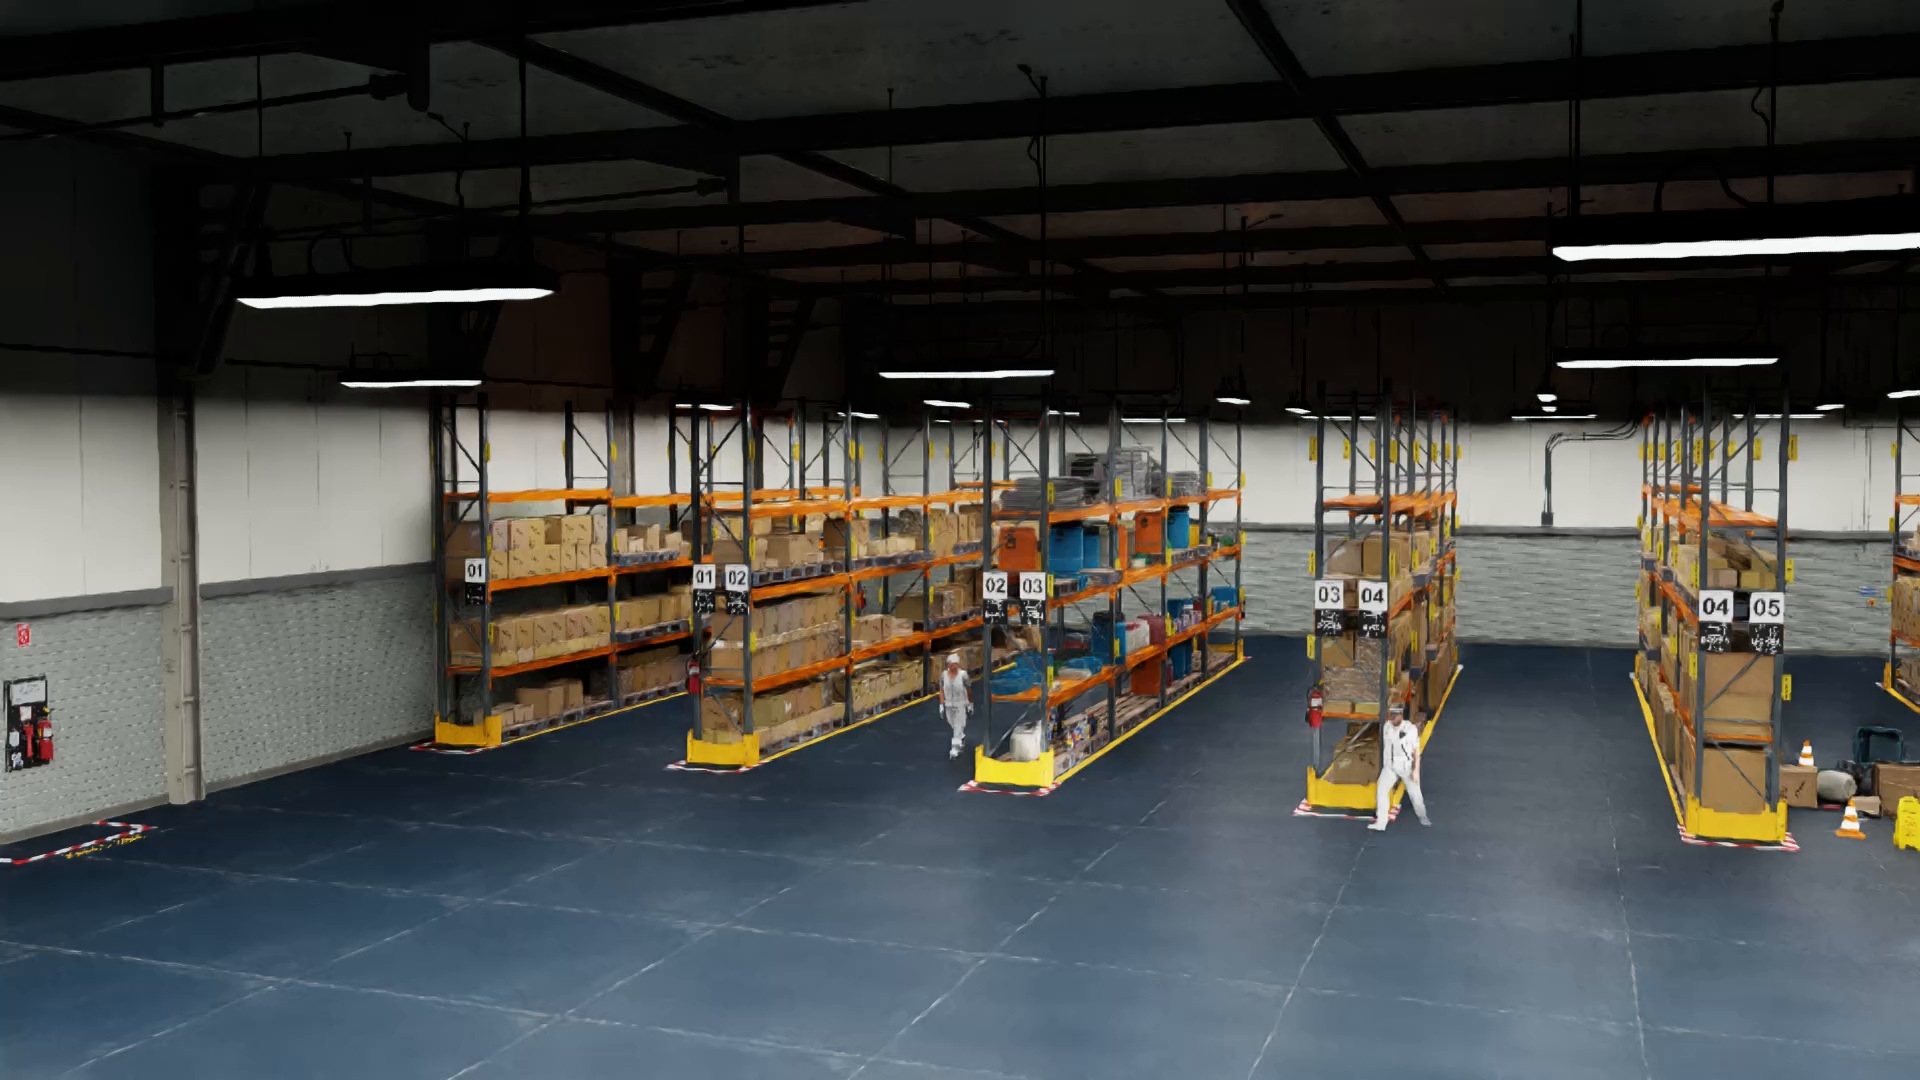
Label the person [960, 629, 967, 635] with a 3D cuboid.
[{"bbox_3d":[-0.079,1.940,42.416,0.478,1.583,1.083,1,3,17],"label":"person"}]

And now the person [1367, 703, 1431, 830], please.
[{"bbox_3d":[5.836,2.984,22.011,0.584,1.689,0.979,3,4,42],"label":"person"}]

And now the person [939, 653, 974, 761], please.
[{"bbox_3d":[-0.096,2.691,27.067,0.553,1.709,1.123,1,3,22],"label":"person"}]
